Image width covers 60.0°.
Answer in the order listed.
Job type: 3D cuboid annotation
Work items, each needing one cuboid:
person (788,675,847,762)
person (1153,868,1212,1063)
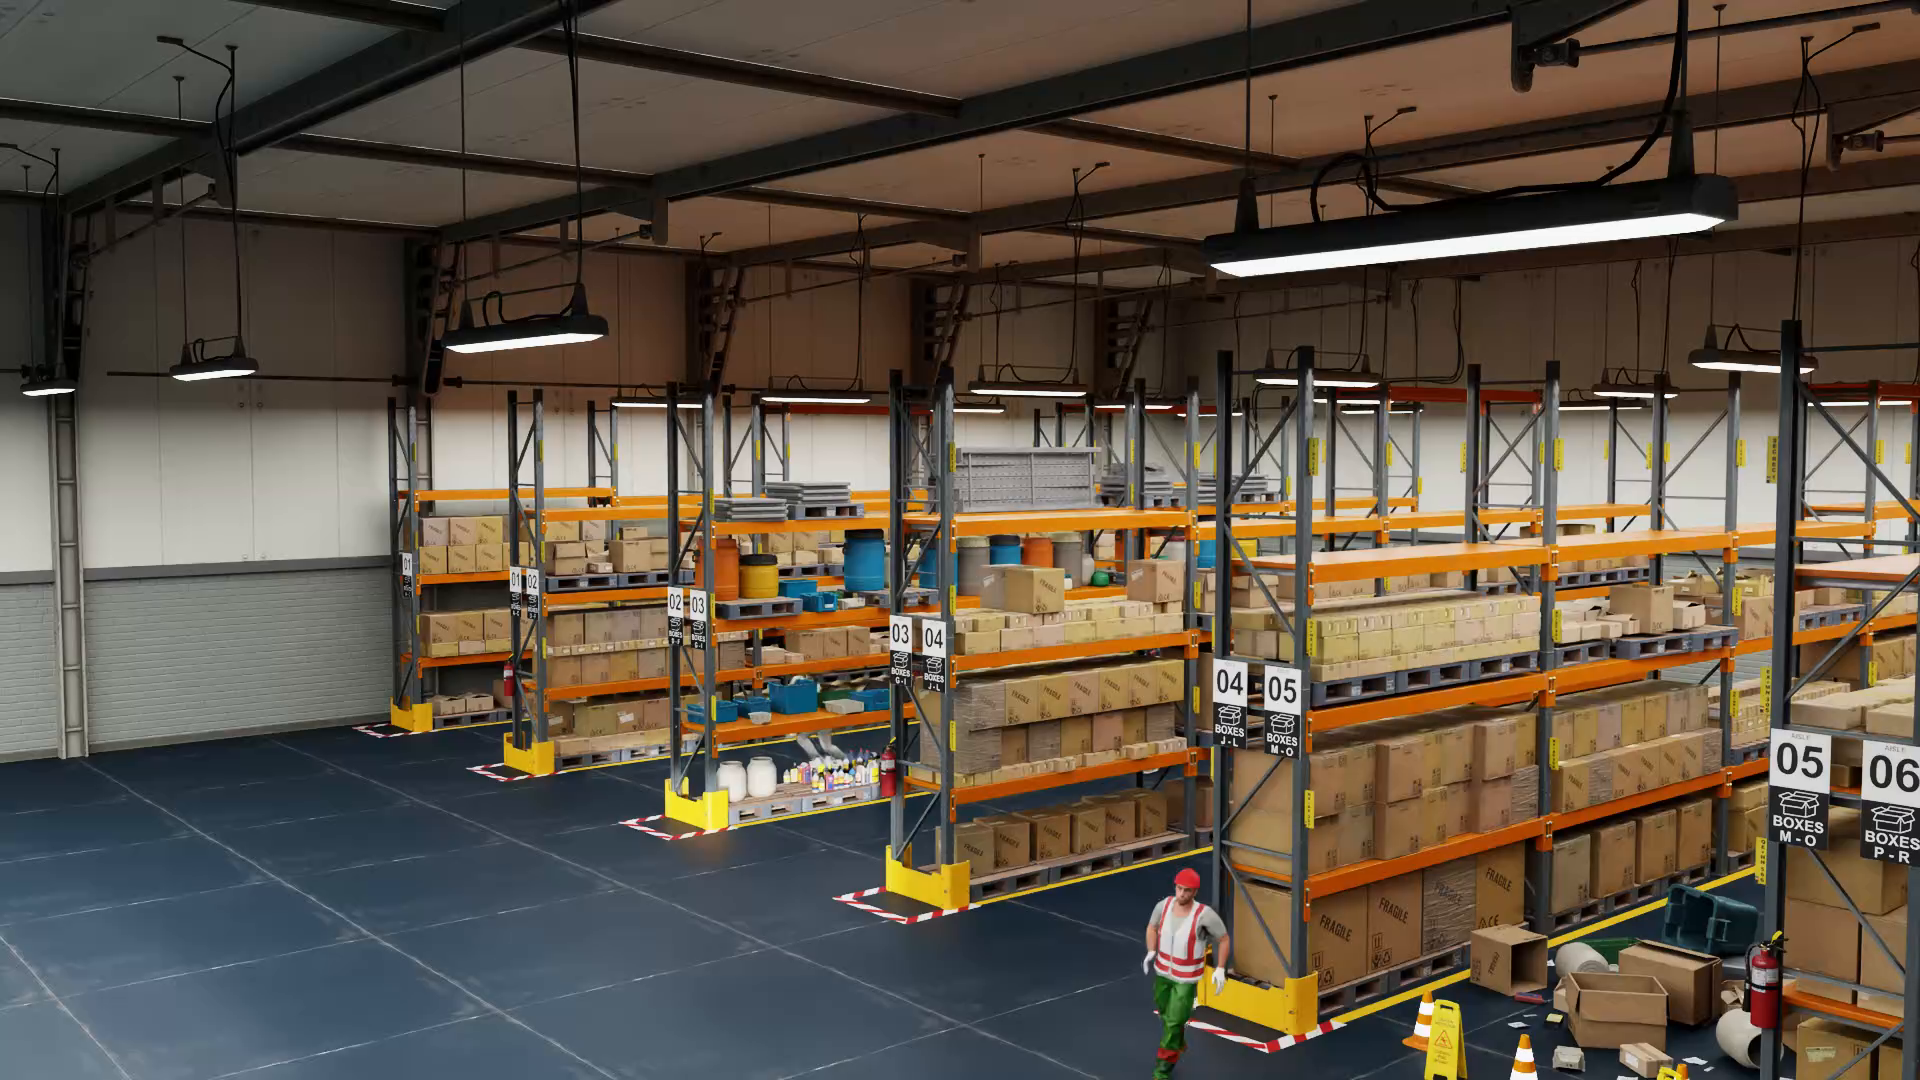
[{"bbox_3d":[-2.175,2.855,25.887,1.032,1.534,0.621,-1,4,-20],"label":"person"},{"bbox_3d":[1.705,3.462,13.220,0.544,1.759,0.960,2,4,35],"label":"person"}]
